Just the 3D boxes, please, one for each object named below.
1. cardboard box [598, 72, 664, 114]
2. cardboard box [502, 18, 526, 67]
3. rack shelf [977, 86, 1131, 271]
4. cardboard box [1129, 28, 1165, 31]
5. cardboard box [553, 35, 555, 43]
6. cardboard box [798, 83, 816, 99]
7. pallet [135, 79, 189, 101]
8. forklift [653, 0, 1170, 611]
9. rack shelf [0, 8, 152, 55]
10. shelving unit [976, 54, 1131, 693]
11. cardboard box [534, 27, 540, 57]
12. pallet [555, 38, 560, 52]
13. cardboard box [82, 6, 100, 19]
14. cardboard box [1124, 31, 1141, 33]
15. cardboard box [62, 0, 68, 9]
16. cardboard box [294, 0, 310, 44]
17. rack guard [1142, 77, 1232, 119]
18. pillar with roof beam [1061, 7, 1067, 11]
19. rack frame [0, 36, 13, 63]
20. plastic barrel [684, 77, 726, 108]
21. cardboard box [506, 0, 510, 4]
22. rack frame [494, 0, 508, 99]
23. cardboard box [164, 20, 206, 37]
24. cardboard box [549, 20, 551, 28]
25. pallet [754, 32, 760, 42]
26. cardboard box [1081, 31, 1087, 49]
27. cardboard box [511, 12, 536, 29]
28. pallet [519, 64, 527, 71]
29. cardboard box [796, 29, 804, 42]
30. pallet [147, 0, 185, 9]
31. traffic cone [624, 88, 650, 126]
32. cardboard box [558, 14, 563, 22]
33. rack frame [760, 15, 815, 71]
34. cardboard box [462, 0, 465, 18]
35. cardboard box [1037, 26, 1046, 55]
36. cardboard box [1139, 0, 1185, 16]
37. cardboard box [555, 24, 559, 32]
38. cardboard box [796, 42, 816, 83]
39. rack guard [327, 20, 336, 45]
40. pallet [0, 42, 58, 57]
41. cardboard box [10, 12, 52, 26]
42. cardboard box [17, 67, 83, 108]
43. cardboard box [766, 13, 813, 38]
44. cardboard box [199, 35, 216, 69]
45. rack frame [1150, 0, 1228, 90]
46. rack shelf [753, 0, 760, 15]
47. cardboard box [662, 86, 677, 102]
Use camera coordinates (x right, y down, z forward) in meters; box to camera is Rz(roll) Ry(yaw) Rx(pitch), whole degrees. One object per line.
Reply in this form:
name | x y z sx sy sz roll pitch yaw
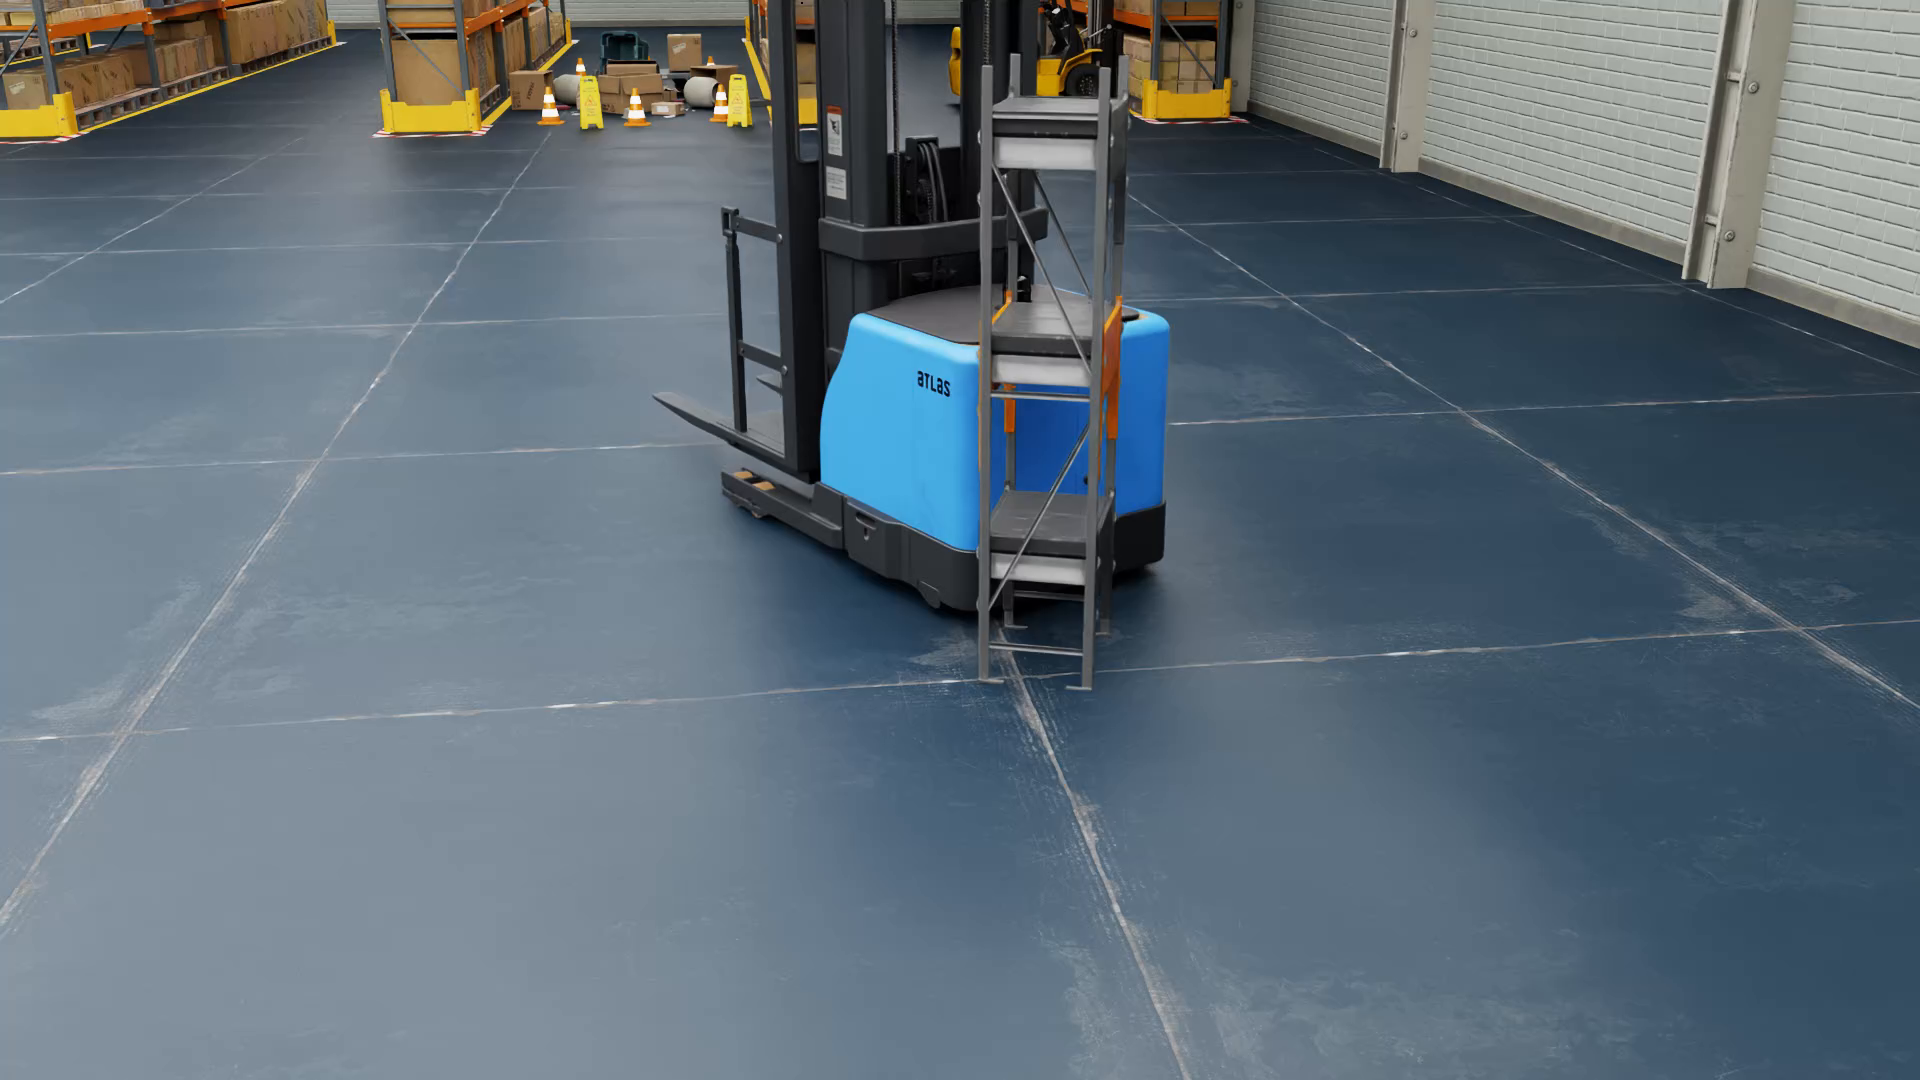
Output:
cardboard box | -4.595 -6.241 23.208 0.637 0.503 0.797 17 27 39
cardboard box | -7.875 -8.343 27.882 1.050 0.750 0.750 -3 21 -8
rack shelf | 0.315 -1.195 5.453 0.431 0.518 0.480 4 21 11
cardboard box | 2.848 -7.609 25.201 0.500 0.250 0.500 -3 21 -9
cardboard box | -8.223 -9.896 32.899 0.380 0.149 0.250 -2 21 -6
cardboard box | -2.223 -6.114 22.627 0.500 0.250 0.500 -3 21 -8
pallet | -12.333 -6.779 25.064 1.003 0.211 1.213 -3 21 -8
forklift | -0.434 -1.557 7.196 1.130 2.935 3.031 -14 25 -33
rack shelf | -11.931 -6.786 22.126 1.077 0.370 4.000 -3 21 -8
shelving unit | 0.315 -0.552 5.693 0.431 2.100 0.503 4 21 11
cardboard box | -7.799 -8.873 29.658 0.500 0.500 0.500 -3 21 -7
pallet | -8.761 -10.148 34.086 1.003 0.211 1.213 -3 21 -8
cardboard box | -11.569 -6.948 21.890 0.380 0.149 0.250 -3 21 -8
cardboard box | 2.404 -7.411 24.673 0.500 0.250 0.500 -2 21 -6
cardboard box | -11.886 -6.976 21.038 0.875 0.500 0.500 -3 21 -8
cardboard box | -13.519 -10.331 33.026 0.875 0.875 0.875 -3 21 -8
rack guard | 3.078 -6.003 22.573 1.175 0.500 0.348 -3 21 -8
pillar with roof beam | -2.124 -14.217 32.419 9.100 9.000 0.400 -3 21 -8
rack frame | -18.274 -10.336 30.602 1.000 3.000 0.127 -3 21 -8
plastic barrel | -3.633 -6.362 23.646 0.512 0.421 0.421 12 24 30
cardboard box | -7.180 -8.448 25.405 0.500 0.500 0.500 -3 21 -7
rack frame | -7.297 -8.031 24.430 1.000 3.000 0.127 -3 21 -8
cardboard box | -12.670 -8.356 27.175 0.500 0.250 0.500 -2 21 -6
cardboard box | -8.276 -10.168 32.778 0.380 0.149 0.250 -2 21 -5
pallet | -3.950 -10.891 36.074 1.003 0.211 1.213 -3 21 -8
cardboard box | 2.412 -7.831 26.690 0.875 0.625 0.625 -2 21 -5
cardboard box | -7.807 -9.219 29.513 0.500 0.250 0.500 -3 21 -8
pallet | -7.835 -7.833 27.885 1.003 0.211 1.213 -3 21 -8
cardboard box | -2.330 -6.882 22.686 0.380 0.149 0.250 -2 21 -6
pallet | -12.186 -7.998 24.616 1.003 0.211 1.213 -3 21 -8
traffic cone | -4.225 -5.652 21.688 0.336 0.463 0.334 -3 21 -8
cardboard box | -8.557 -10.982 34.956 0.380 0.149 0.250 -3 21 -9
rack frame | -2.990 -9.700 28.901 1.000 3.000 0.127 -3 21 -8
cardboard box | -6.920 -7.031 21.541 0.875 0.550 0.550 -3 21 -8
cardboard box | 1.648 -9.113 30.301 0.500 0.500 0.500 -2 21 -6
cardboard box | 2.744 -7.386 22.562 0.500 0.500 0.500 -3 21 -9
cardboard box | -8.419 -10.476 34.026 0.380 0.149 0.250 -3 21 -7
cardboard box | -2.210 -6.455 22.468 0.500 0.500 0.500 -3 21 -7
rack guard | -13.953 -10.808 35.438 1.175 0.500 0.348 -3 21 -8
pallet | -18.598 -9.705 32.899 1.003 0.211 1.213 -3 21 -8
cardboard box | -11.448 -6.424 20.487 0.380 0.149 0.250 -3 21 -8
cardboard box | -11.837 -5.879 21.641 0.500 0.500 0.500 2 21 6
cardboard box | -3.007 -9.145 29.850 0.875 0.875 0.875 -3 21 -8
cardboard box | -12.680 -8.005 27.304 0.700 0.500 0.500 -4 21 -11
rack frame | 3.075 -7.182 22.158 1.000 3.000 0.127 -3 21 -8
rack shelf | -3.278 -10.056 30.880 1.077 0.370 4.000 -3 21 -8
cardboard box | -4.420 -6.644 24.626 0.396 0.266 0.258 17 27 39
